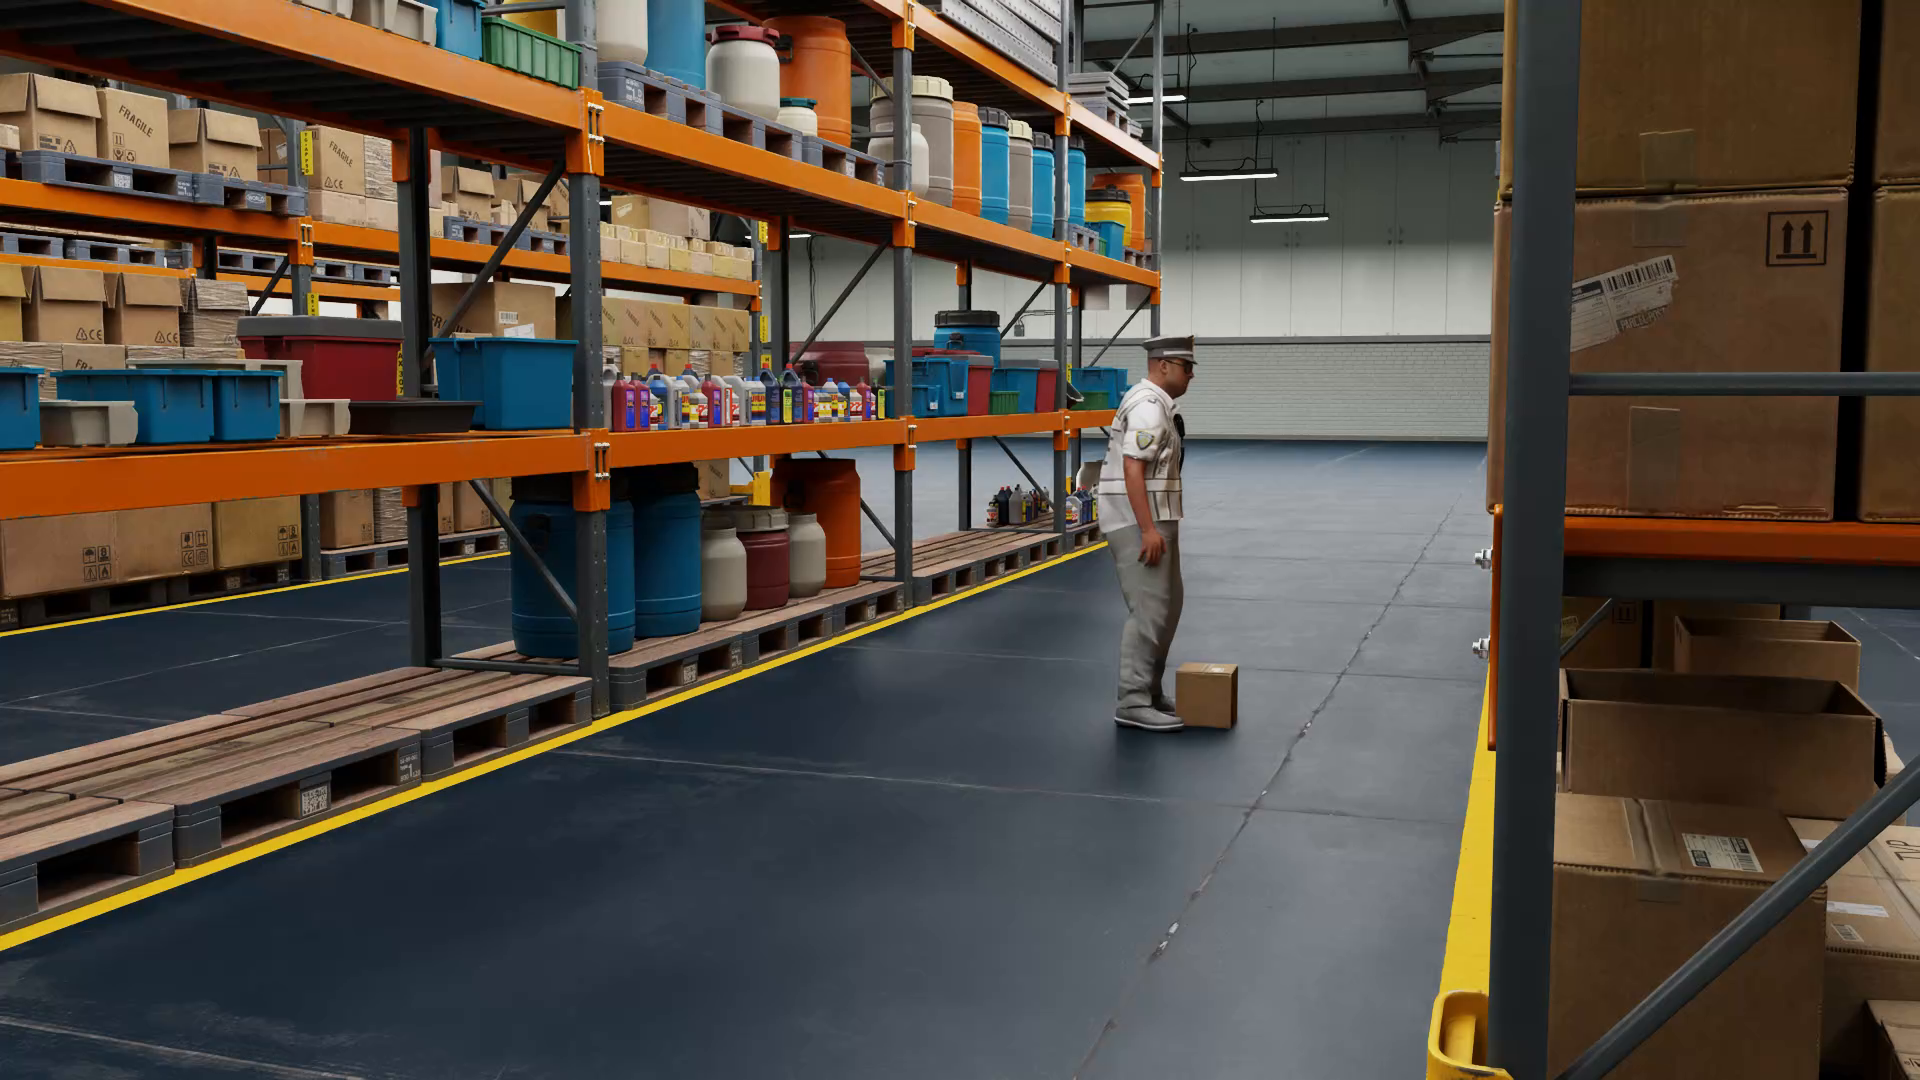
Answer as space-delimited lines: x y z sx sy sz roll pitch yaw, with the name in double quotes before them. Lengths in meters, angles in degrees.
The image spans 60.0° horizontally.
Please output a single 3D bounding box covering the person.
"person" 0.851 -0.053 7.540 0.437 1.747 0.603 1 5 15
